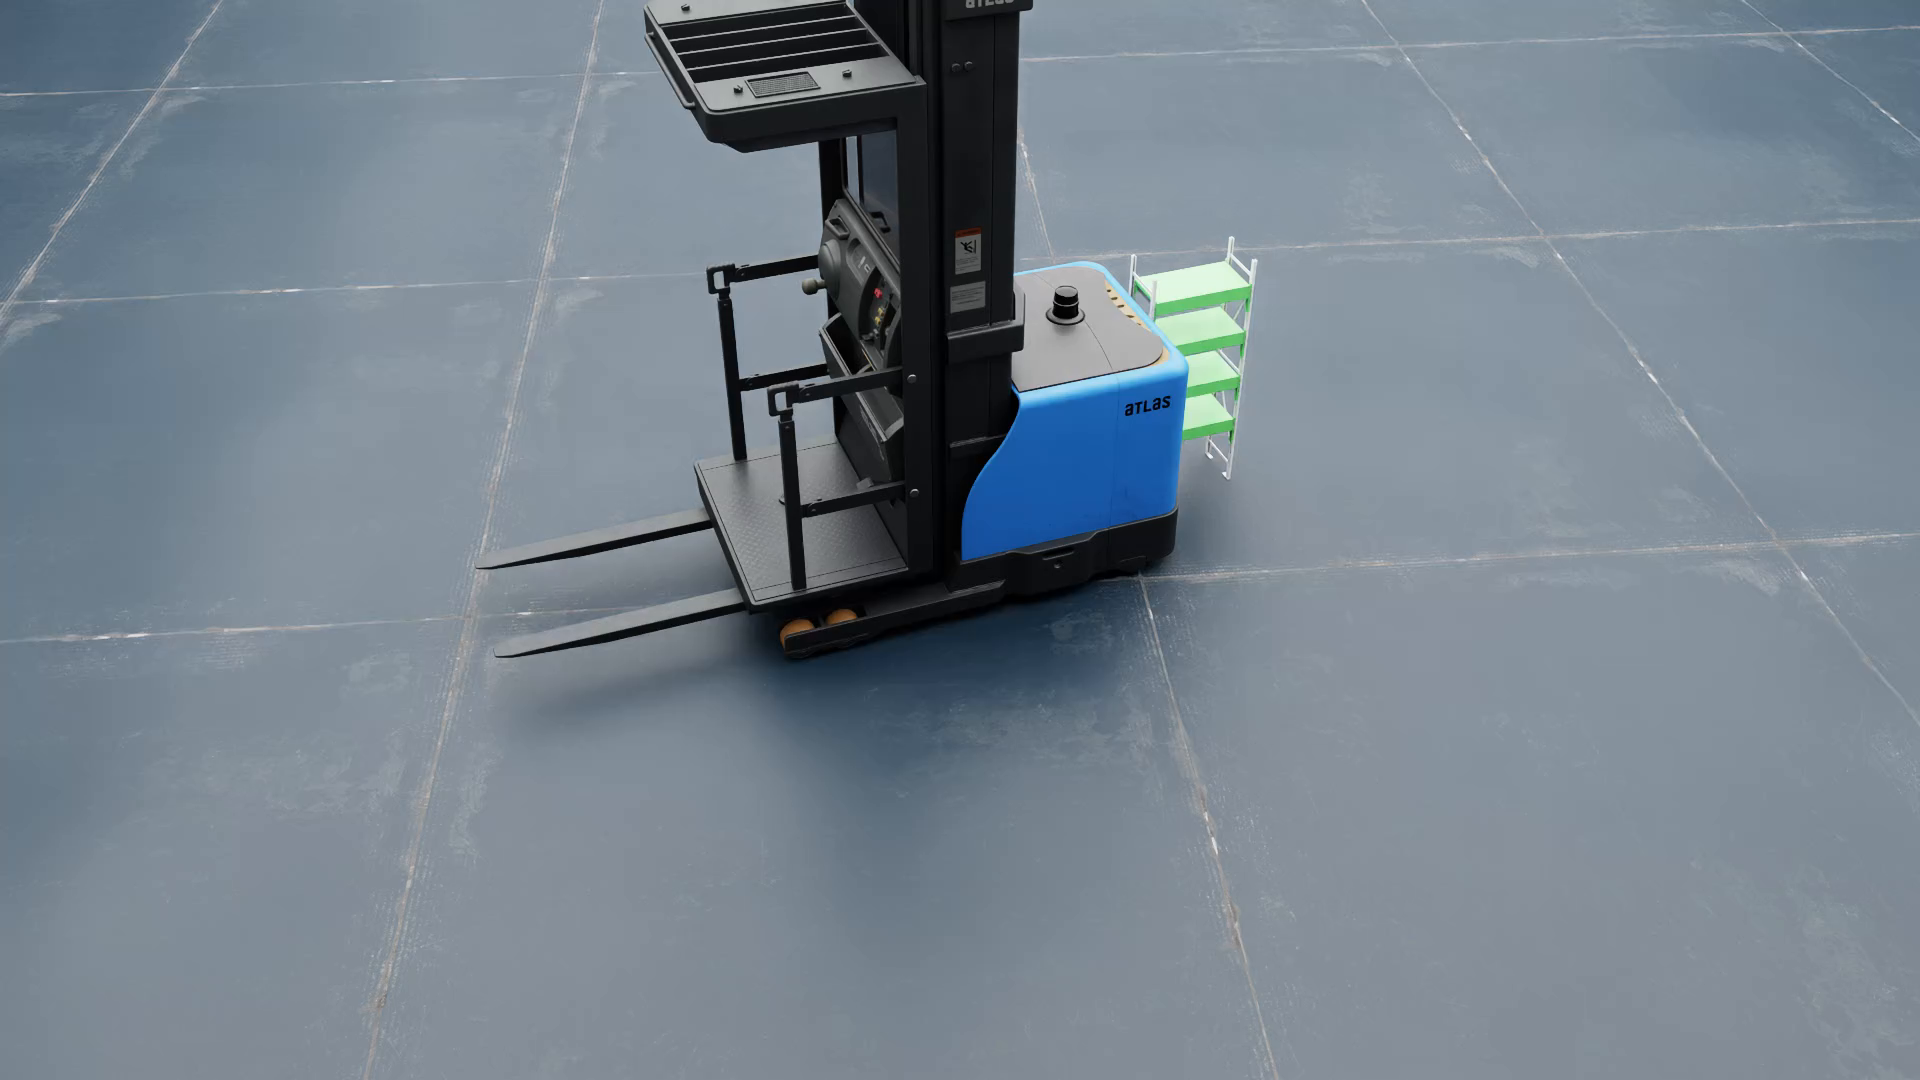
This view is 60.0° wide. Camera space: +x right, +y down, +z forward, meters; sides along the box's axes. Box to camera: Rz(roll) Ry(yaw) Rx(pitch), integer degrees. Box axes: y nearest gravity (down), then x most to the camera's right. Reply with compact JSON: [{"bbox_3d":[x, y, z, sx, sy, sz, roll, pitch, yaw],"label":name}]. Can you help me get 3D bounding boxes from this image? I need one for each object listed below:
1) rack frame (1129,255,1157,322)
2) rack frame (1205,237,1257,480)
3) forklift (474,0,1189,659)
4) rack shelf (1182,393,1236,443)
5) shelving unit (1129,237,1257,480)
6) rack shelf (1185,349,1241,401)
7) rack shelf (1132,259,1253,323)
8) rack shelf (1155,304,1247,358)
[{"bbox_3d":[0.814,-0.732,7.709,0.015,1.200,0.240,-13,40,-16],"label":"rack frame"},{"bbox_3d":[1.272,-0.836,7.841,0.015,1.200,0.240,-13,40,-16],"label":"rack frame"},{"bbox_3d":[-0.592,-1.016,6.671,3.031,2.935,1.130,-13,40,-16],"label":"forklift"},{"bbox_3d":[1.043,-0.545,7.963,0.480,0.148,0.258,-13,40,-16],"label":"rack shelf"},{"bbox_3d":[1.043,-0.784,7.775,0.503,1.200,0.258,-13,40,-16],"label":"shelving unit"},{"bbox_3d":[1.043,-0.734,7.814,0.480,0.148,0.258,-13,40,-16],"label":"rack shelf"},{"bbox_3d":[1.043,-1.111,7.517,0.480,0.148,0.258,-13,40,-16],"label":"rack shelf"},{"bbox_3d":[1.043,-0.922,7.666,0.480,0.148,0.258,-13,40,-16],"label":"rack shelf"}]
